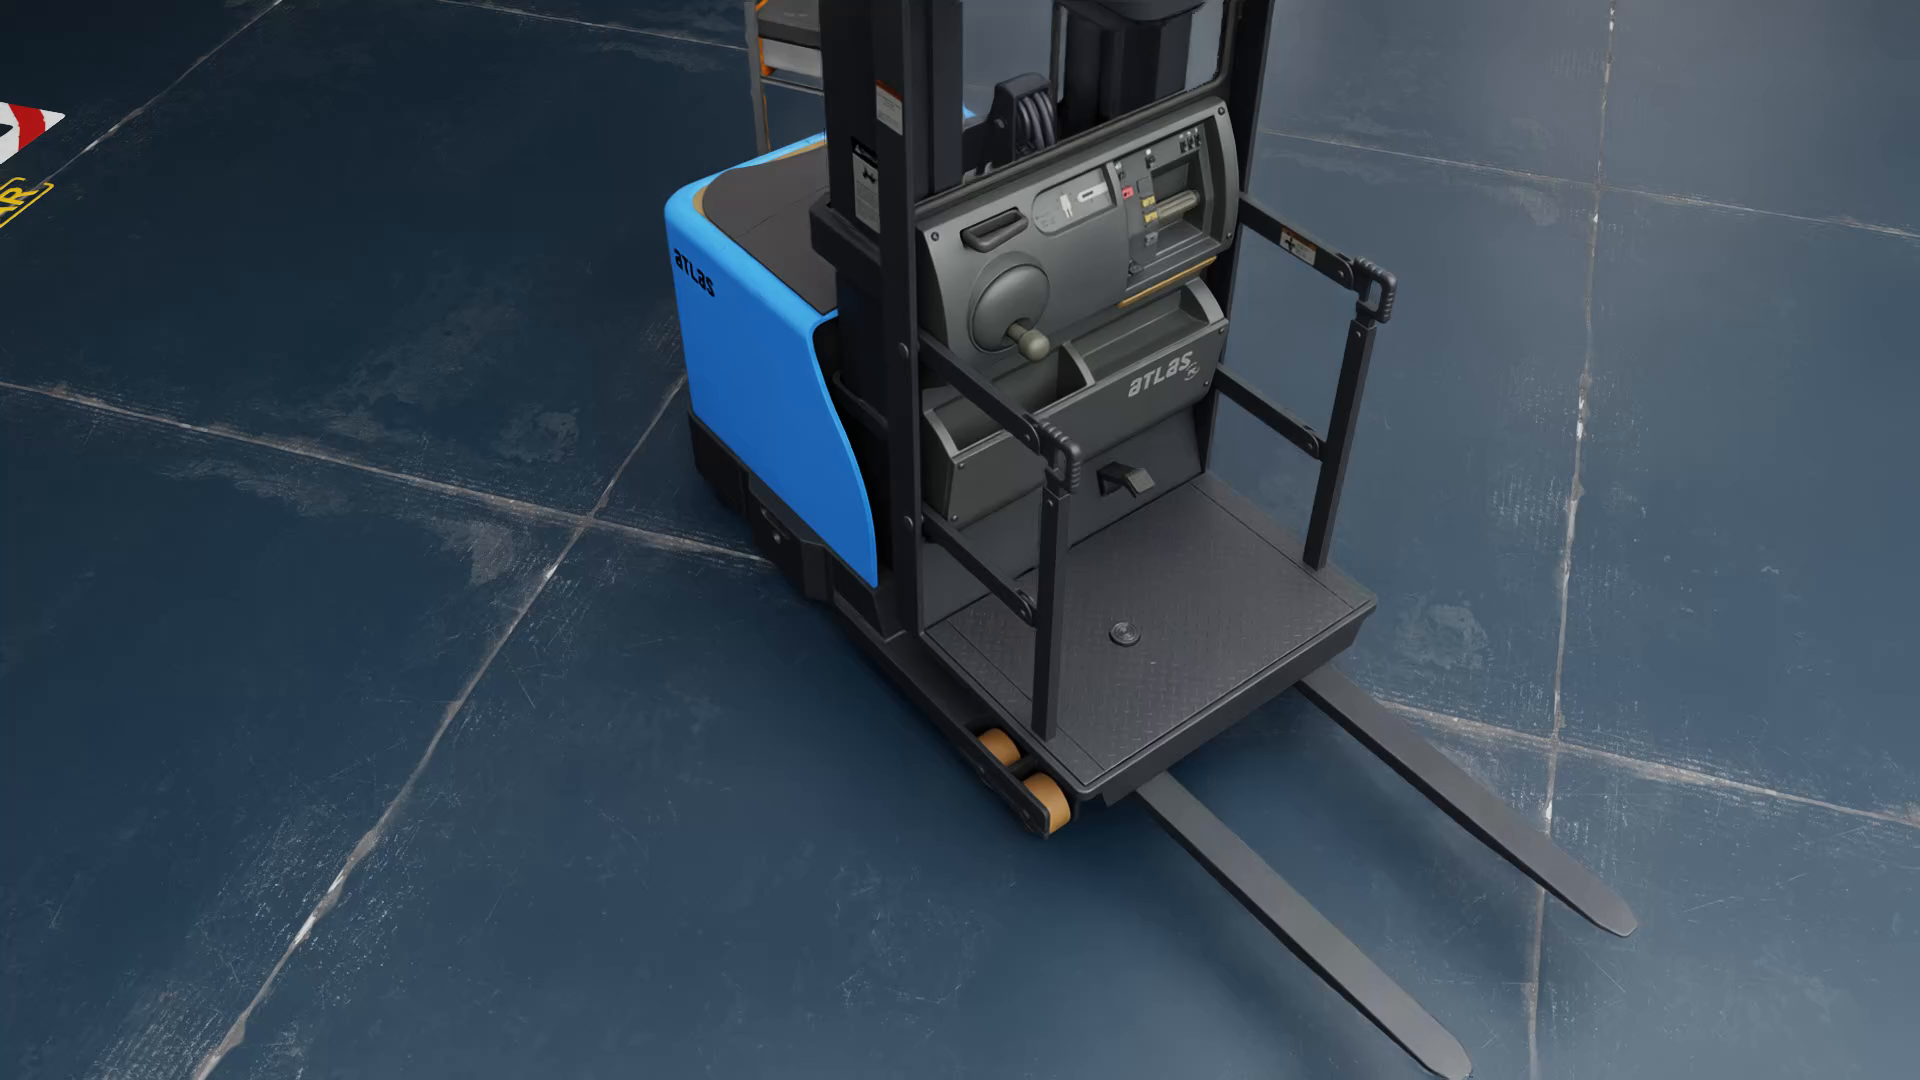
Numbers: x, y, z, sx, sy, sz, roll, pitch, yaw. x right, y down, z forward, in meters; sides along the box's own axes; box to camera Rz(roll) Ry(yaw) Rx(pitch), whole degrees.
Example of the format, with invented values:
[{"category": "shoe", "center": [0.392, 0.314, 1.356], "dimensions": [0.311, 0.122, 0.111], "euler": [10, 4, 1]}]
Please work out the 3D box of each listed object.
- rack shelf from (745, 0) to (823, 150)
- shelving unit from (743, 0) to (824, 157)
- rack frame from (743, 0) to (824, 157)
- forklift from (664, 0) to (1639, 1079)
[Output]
[{"category": "rack shelf", "center": [-0.374, -1.547, 5.349], "dimensions": [0.431, 0.518, 0.480], "euler": [17, 47, 17]}, {"category": "shelving unit", "center": [-0.374, -1.557, 5.340], "dimensions": [0.431, 2.100, 0.503], "euler": [17, 47, 17]}, {"category": "rack frame", "center": [-0.472, -1.400, 5.180], "dimensions": [0.400, 2.100, 0.015], "euler": [17, 47, 17]}, {"category": "forklift", "center": [0.439, -0.658, 3.827], "dimensions": [1.130, 2.935, 3.031], "euler": [-29, 51, -26]}]
